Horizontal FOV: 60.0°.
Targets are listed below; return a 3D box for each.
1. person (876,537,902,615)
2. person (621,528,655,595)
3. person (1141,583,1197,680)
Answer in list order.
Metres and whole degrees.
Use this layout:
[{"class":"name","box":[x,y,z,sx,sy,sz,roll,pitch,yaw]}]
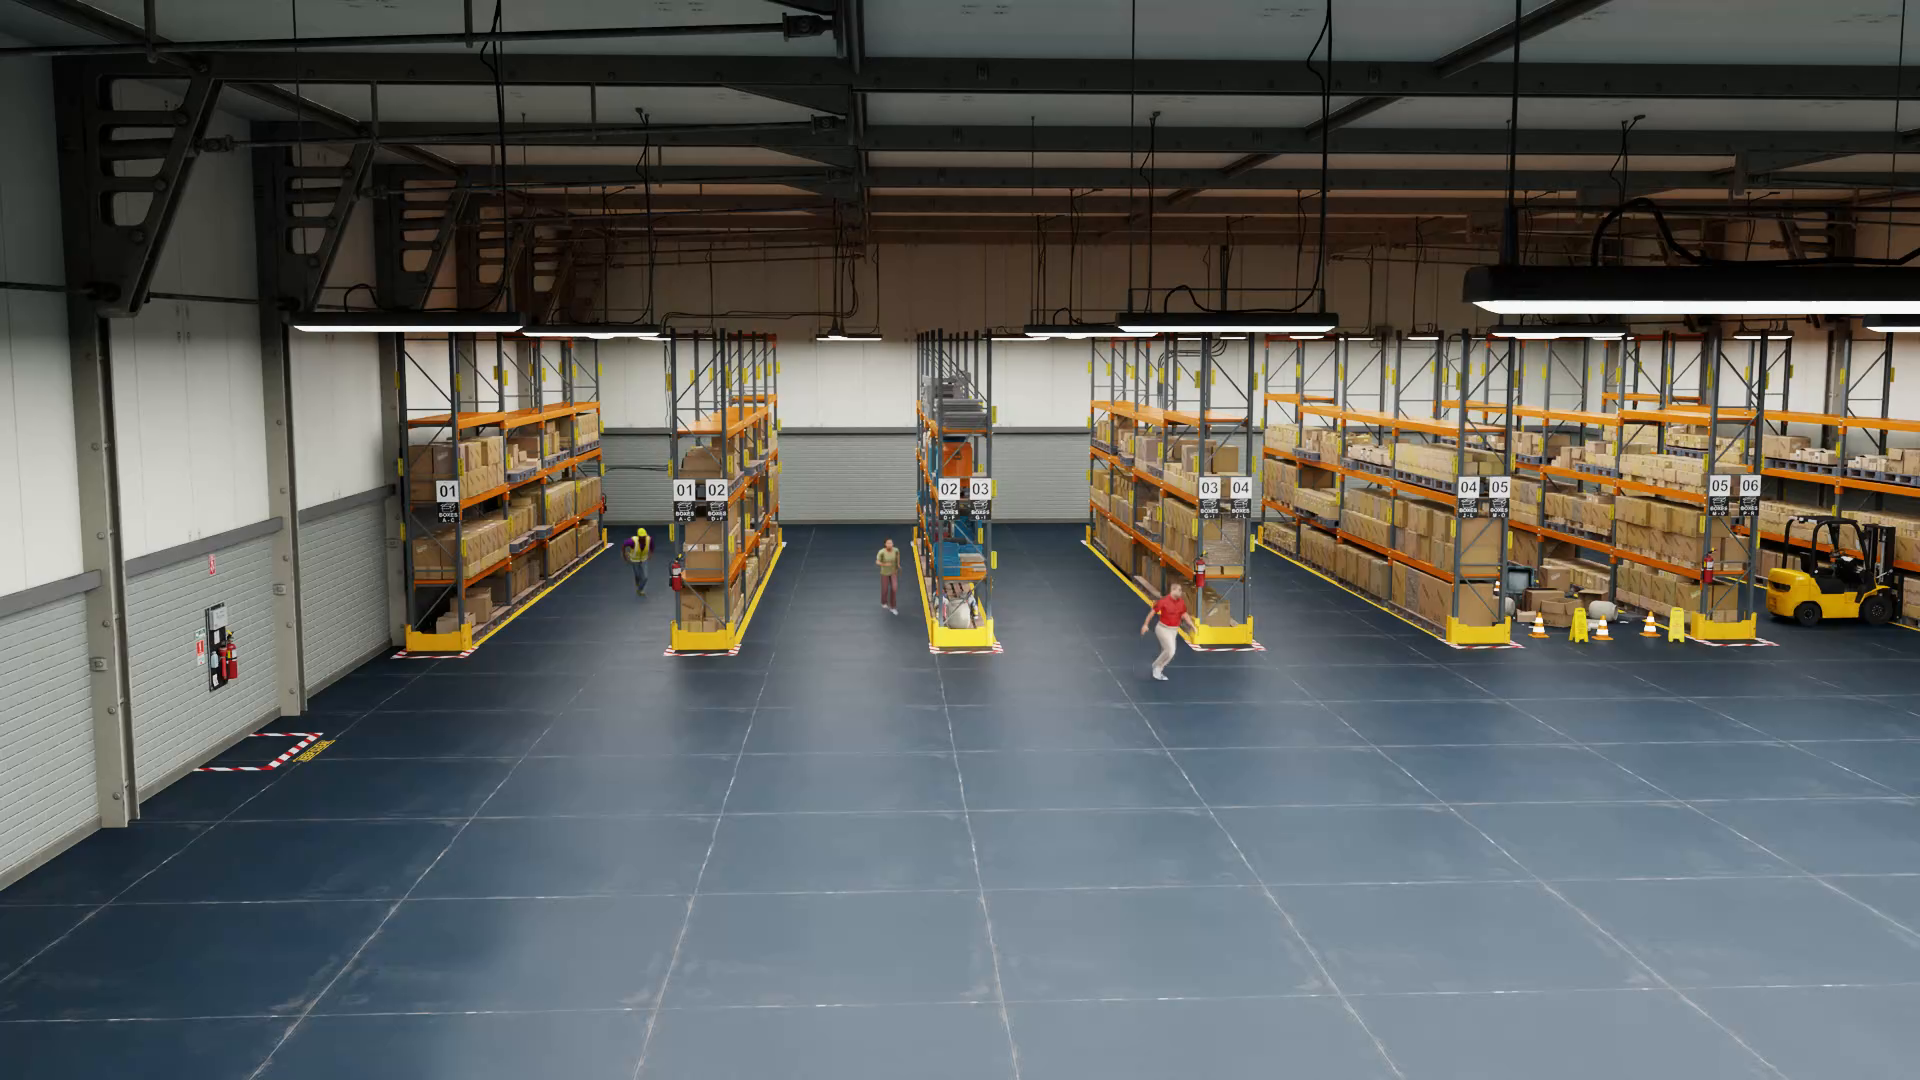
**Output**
[{"class":"person","box":[-1.527,0.734,35.477,0.575,1.644,0.941,-1,7,-10]},{"class":"person","box":[-7.311,0.496,37.819,0.738,1.569,0.852,-2,7,-20]},{"class":"person","box":[3.582,1.564,28.253,0.666,1.687,0.810,-6,9,-41]}]
